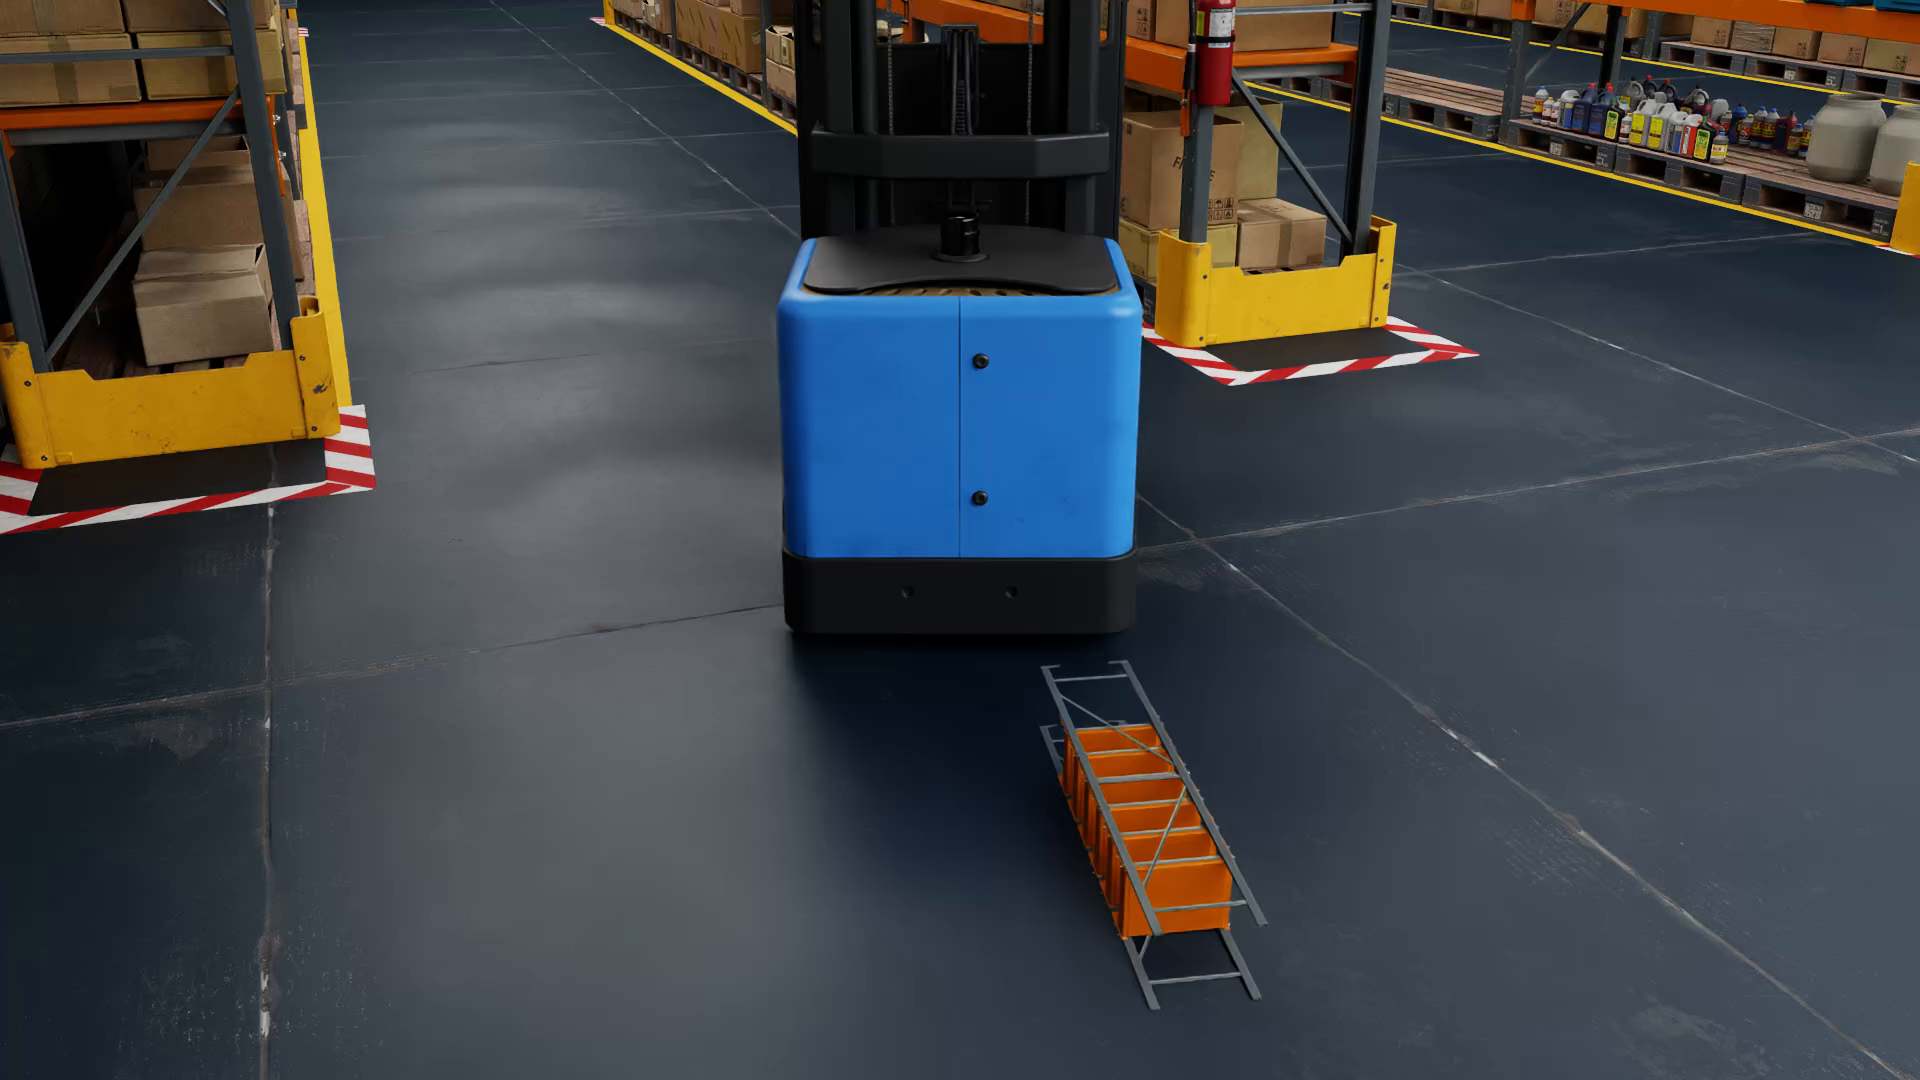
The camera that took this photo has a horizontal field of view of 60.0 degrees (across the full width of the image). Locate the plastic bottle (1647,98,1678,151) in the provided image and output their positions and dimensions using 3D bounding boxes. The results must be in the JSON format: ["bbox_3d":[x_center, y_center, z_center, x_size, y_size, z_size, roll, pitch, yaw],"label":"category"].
[{"bbox_3d":[4.938,-2.916,11.650,0.144,0.351,0.185,-7,24,-17],"label":"plastic bottle"}]

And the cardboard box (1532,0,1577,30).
[{"bbox_3d":[7.447,-6.501,19.506,1.225,0.875,0.875,-8,24,-19],"label":"cardboard box"}]

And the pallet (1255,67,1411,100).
[{"bbox_3d":[3.583,-4.456,16.051,1.003,0.211,1.213,-8,24,-19],"label":"pallet"}]

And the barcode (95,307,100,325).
[{"bbox_3d":[-3.638,-0.945,7.014,0.001,0.075,0.075,-8,24,-19],"label":"barcode"}]

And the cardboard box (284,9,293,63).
[{"bbox_3d":[-6.668,-4.784,15.466,0.750,0.750,0.750,-8,24,-17],"label":"cardboard box"}]

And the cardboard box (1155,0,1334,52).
[{"bbox_3d":[1.383,-2.660,8.071,0.700,0.500,0.500,-8,24,-19],"label":"cardboard box"}]

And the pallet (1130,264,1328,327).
[{"bbox_3d":[1.227,-1.430,8.871,1.003,0.211,1.213,-8,24,-19],"label":"pallet"}]

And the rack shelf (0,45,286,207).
[{"bbox_3d":[-3.803,-2.157,7.932,1.077,0.370,4.000,-8,24,-19],"label":"rack shelf"}]

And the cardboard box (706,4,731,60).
[{"bbox_3d":[-2.214,-5.086,16.607,0.500,0.500,0.500,-9,25,-21],"label":"cardboard box"}]

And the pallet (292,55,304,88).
[{"bbox_3d":[-6.993,-4.567,16.314,1.003,0.211,1.213,-8,24,-19],"label":"pallet"}]

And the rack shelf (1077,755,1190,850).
[{"bbox_3d":[0.416,0.631,4.004,0.258,0.180,0.103,-3,23,-8],"label":"rack shelf"}]

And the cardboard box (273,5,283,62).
[{"bbox_3d":[-3.343,-2.296,7.502,0.500,0.250,0.500,-9,24,-20],"label":"cardboard box"}]

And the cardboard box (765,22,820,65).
[{"bbox_3d":[-1.380,-4.304,14.377,0.500,0.311,0.500,-7,24,-17],"label":"cardboard box"}]

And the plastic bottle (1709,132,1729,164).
[{"bbox_3d":[5.112,-2.642,11.192,0.097,0.201,0.097,0,23,0],"label":"plastic bottle"}]

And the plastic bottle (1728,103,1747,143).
[{"bbox_3d":[5.594,-3.003,11.959,0.097,0.271,0.097,0,23,0],"label":"plastic bottle"}]

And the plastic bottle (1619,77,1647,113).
[{"bbox_3d":[5.121,-3.342,12.662,0.144,0.351,0.185,-8,24,-19],"label":"plastic bottle"}]

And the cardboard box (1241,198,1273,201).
[{"bbox_3d":[1.375,-1.776,9.101,0.500,0.250,0.500,-8,24,-19],"label":"cardboard box"}]

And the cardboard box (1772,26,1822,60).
[{"bbox_3d":[8.649,-5.113,16.671,0.700,0.500,0.500,-6,24,-15],"label":"cardboard box"}]

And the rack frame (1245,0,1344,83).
[{"bbox_3d":[3.345,-6.028,16.190,1.000,3.000,0.127,-8,24,-19],"label":"rack frame"}]

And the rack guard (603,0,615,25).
[{"bbox_3d":[-4.089,-7.077,21.897,1.175,0.500,0.348,-8,24,-19],"label":"rack guard"}]

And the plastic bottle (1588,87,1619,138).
[{"bbox_3d":[4.722,-3.138,12.177,0.144,0.351,0.185,-9,25,-21],"label":"plastic bottle"}]

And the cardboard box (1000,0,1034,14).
[{"bbox_3d":[0.652,-3.409,9.846,0.700,0.500,0.500,-8,24,-18],"label":"cardboard box"}]

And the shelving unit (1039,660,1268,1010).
[{"bbox_3d":[0.422,0.648,3.963,0.258,0.189,1.200,-3,23,-8],"label":"shelving unit"}]

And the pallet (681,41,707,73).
[{"bbox_3d":[-2.380,-5.228,17.882,1.003,0.211,1.213,-8,24,-19],"label":"pallet"}]

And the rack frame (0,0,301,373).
[{"bbox_3d":[-3.097,-1.762,6.068,1.000,3.000,0.127,-8,24,-19],"label":"rack frame"}]

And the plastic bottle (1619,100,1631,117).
[{"bbox_3d":[4.809,-3.053,12.078,0.097,0.271,0.097,0,23,0],"label":"plastic bottle"}]

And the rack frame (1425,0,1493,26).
[{"bbox_3d":[6.566,-8.161,21.251,1.000,3.000,0.127,-8,24,-19],"label":"rack frame"}]

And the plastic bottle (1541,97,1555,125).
[{"bbox_3d":[4.497,-3.275,12.695,0.097,0.201,0.097,0,23,0],"label":"plastic bottle"}]

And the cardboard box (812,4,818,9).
[{"bbox_3d":[-1.546,-4.978,16.350,0.500,0.500,0.500,-9,24,-20],"label":"cardboard box"}]

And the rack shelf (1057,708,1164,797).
[{"bbox_3d":[0.380,0.539,4.222,0.258,0.180,0.103,-3,23,-8],"label":"rack shelf"}]

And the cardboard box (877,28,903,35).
[{"bbox_3d":[-0.685,-4.190,14.107,0.500,0.311,0.500,-9,24,-20],"label":"cardboard box"}]

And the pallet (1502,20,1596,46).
[{"bbox_3d":[7.344,-6.162,20.098,1.003,0.211,1.213,-8,24,-19],"label":"pallet"}]

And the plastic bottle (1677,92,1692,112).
[{"bbox_3d":[5.420,-3.208,12.430,0.061,0.283,0.133,-7,24,-15],"label":"plastic bottle"}]

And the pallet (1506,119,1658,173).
[{"bbox_3d":[4.957,-3.040,12.691,1.003,0.211,1.213,-8,24,-19],"label":"pallet"}]

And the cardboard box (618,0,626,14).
[{"bbox_3d":[-4.013,-6.774,20.934,0.500,0.250,0.500,-8,24,-19],"label":"cardboard box"}]

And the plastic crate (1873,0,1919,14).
[{"bbox_3d":[5.715,-3.194,9.656,0.499,0.251,0.616,-8,24,-19],"label":"plastic crate"}]

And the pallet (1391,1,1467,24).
[{"bbox_3d":[6.370,-7.163,22.473,1.003,0.211,1.213,-8,24,-19],"label":"pallet"}]

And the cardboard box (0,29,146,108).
[{"bbox_3d":[-3.443,-1.845,6.433,0.500,0.250,0.500,-8,24,-18],"label":"cardboard box"}]

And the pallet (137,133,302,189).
[{"bbox_3d":[-5.221,-2.657,11.782,1.003,0.211,1.213,-8,24,-19],"label":"pallet"}]

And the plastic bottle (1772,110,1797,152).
[{"bbox_3d":[5.760,-2.859,11.601,0.061,0.283,0.133,-8,24,-18],"label":"plastic bottle"}]

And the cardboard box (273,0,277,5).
[{"bbox_3d":[-3.326,-2.632,7.334,0.500,0.500,0.500,-9,25,-21],"label":"cardboard box"}]

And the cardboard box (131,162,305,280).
[{"bbox_3d":[-3.671,-1.557,8.234,0.700,0.500,0.500,-10,25,-22],"label":"cardboard box"}]

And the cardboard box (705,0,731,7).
[{"bbox_3d":[-2.229,-5.445,16.493,0.500,0.250,0.500,-9,24,-20],"label":"cardboard box"}]

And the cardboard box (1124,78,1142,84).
[{"bbox_3d":[1.027,-2.486,9.820,0.500,0.500,0.500,-8,24,-19],"label":"cardboard box"}]

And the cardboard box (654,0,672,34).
[{"bbox_3d":[-3.170,-6.022,18.828,0.500,0.500,0.500,-8,24,-19],"label":"cardboard box"}]

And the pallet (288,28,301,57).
[{"bbox_3d":[-7.966,-5.568,18.689,1.003,0.211,1.213,-8,24,-19],"label":"pallet"}]

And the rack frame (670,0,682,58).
[{"bbox_3d":[-2.703,-6.803,18.029,1.000,3.000,0.127,-8,24,-19],"label":"rack frame"}]

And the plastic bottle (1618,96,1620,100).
[{"bbox_3d":[5.178,-3.399,12.988,0.097,0.201,0.097,0,23,0],"label":"plastic bottle"}]

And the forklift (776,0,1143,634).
[{"bbox_3d":[0.000,-1.594,5.759,1.130,2.935,3.031,0,23,0],"label":"forklift"}]
